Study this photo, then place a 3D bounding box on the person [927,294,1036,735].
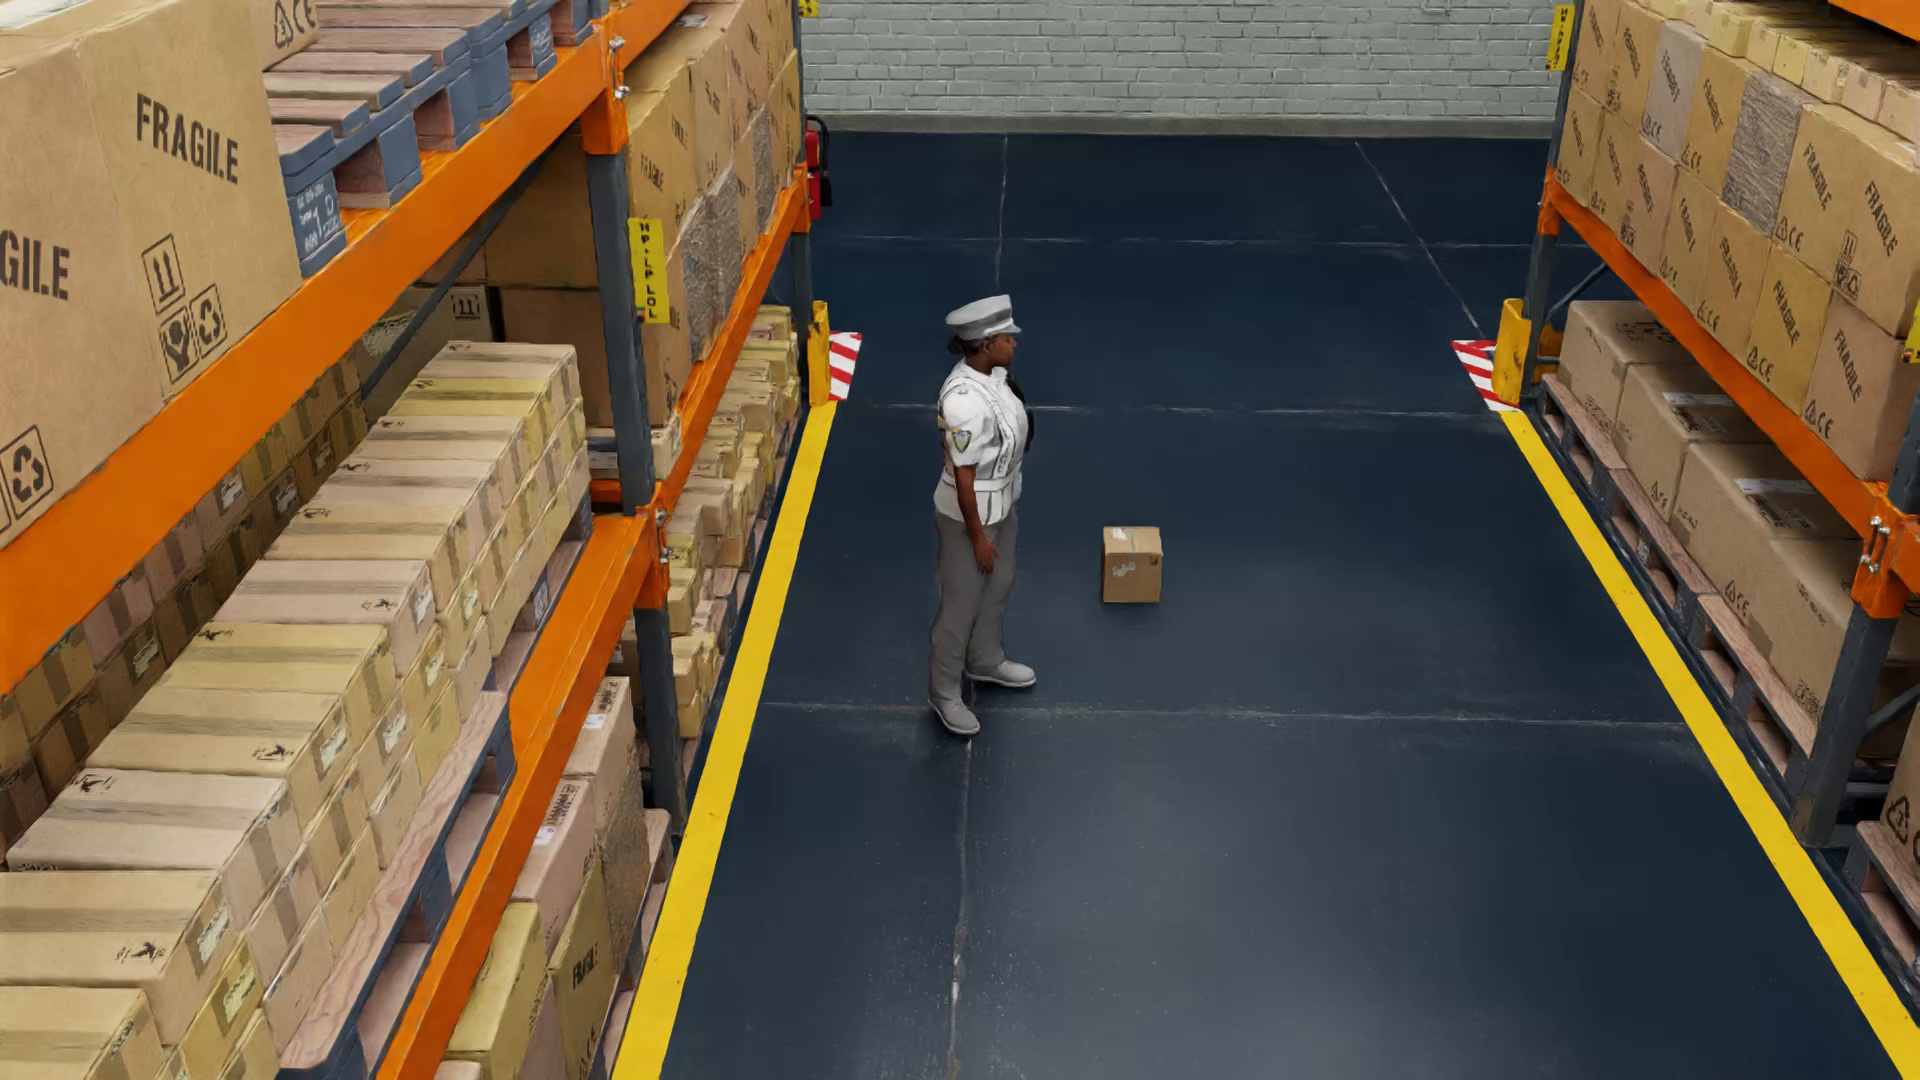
[{"bbox_3d":[0.079,-0.105,6.260,0.353,1.689,0.553,10,30,17],"label":"person"}]
